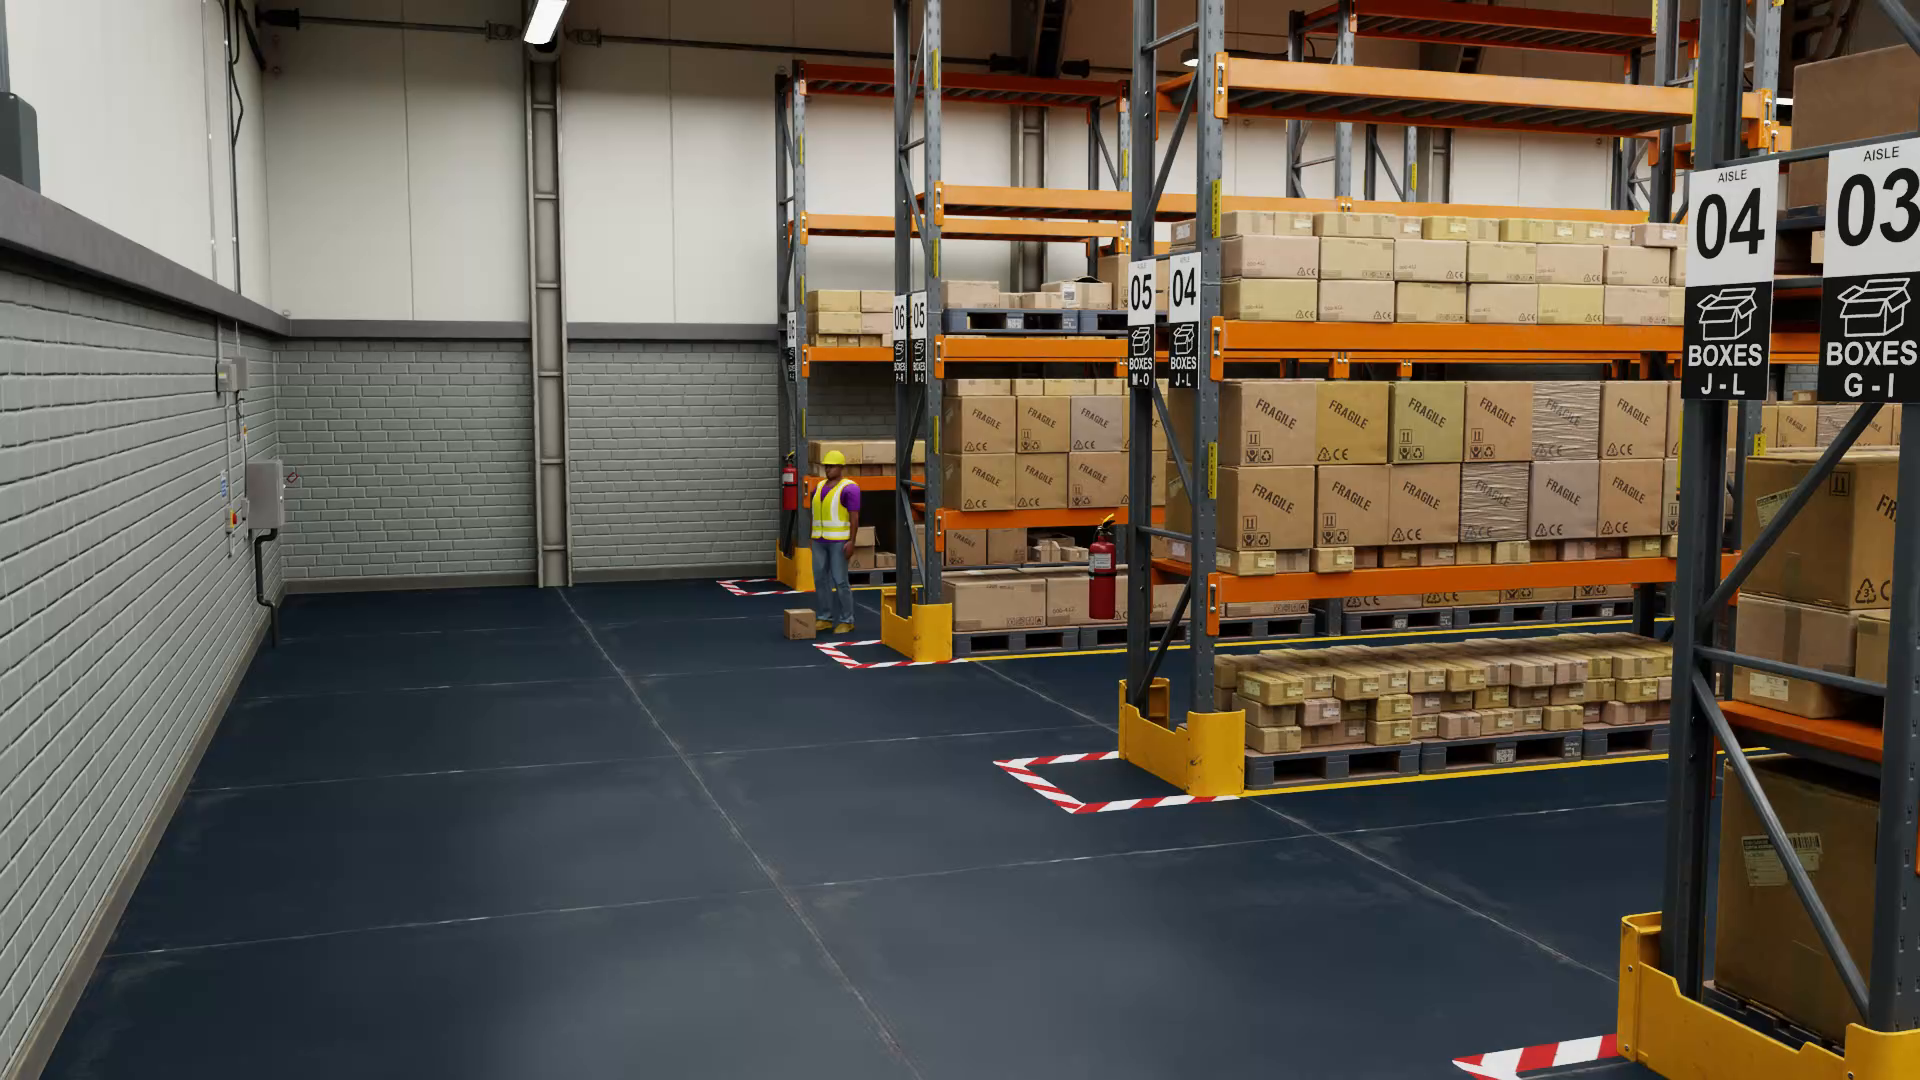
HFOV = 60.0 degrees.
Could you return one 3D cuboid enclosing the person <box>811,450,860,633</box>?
[{"bbox_3d":[-1.234,0.020,16.148,0.567,1.780,0.376,4,7,36],"label":"person"}]
